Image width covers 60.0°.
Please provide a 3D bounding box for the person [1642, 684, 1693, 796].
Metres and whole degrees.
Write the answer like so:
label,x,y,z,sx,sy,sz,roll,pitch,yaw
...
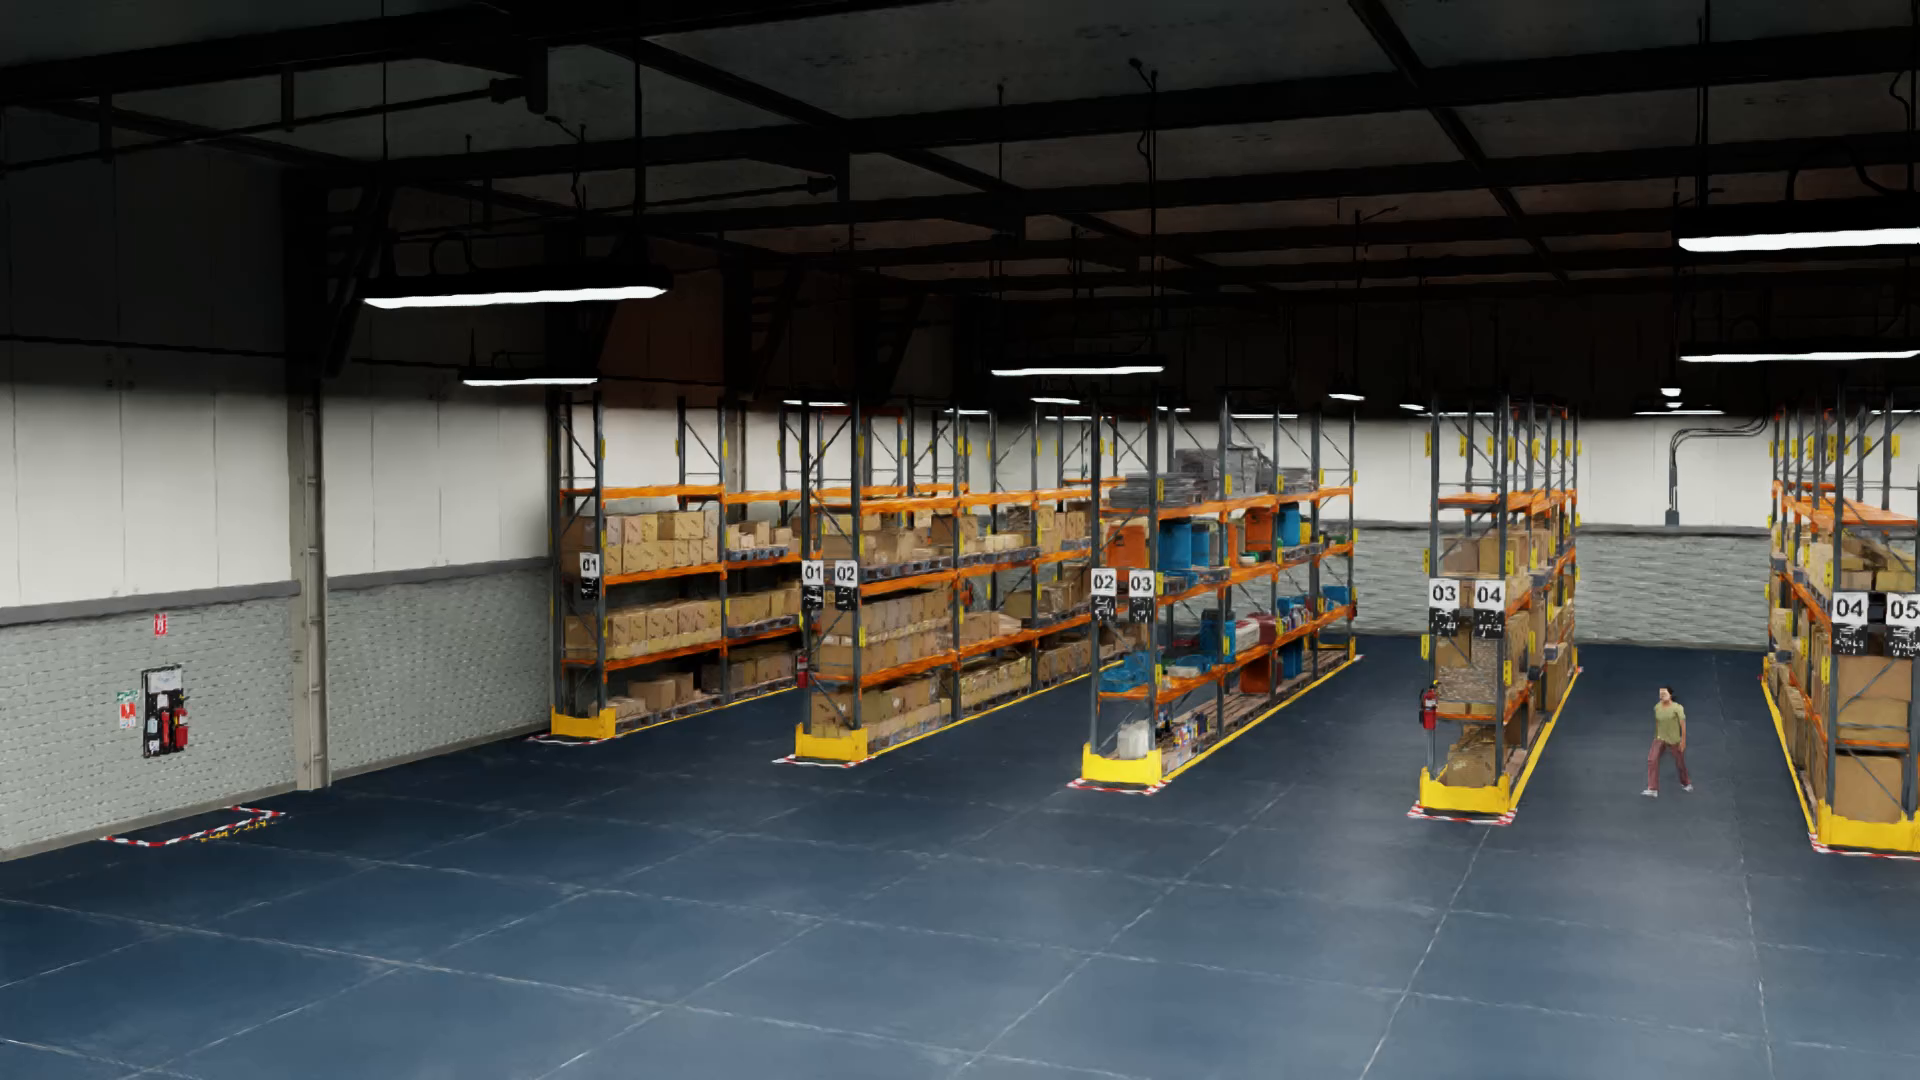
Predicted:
label,x,y,z,sx,sy,sz,roll,pitch,yaw
person,10.239,2.870,23.977,0.491,1.609,0.954,3,4,44
